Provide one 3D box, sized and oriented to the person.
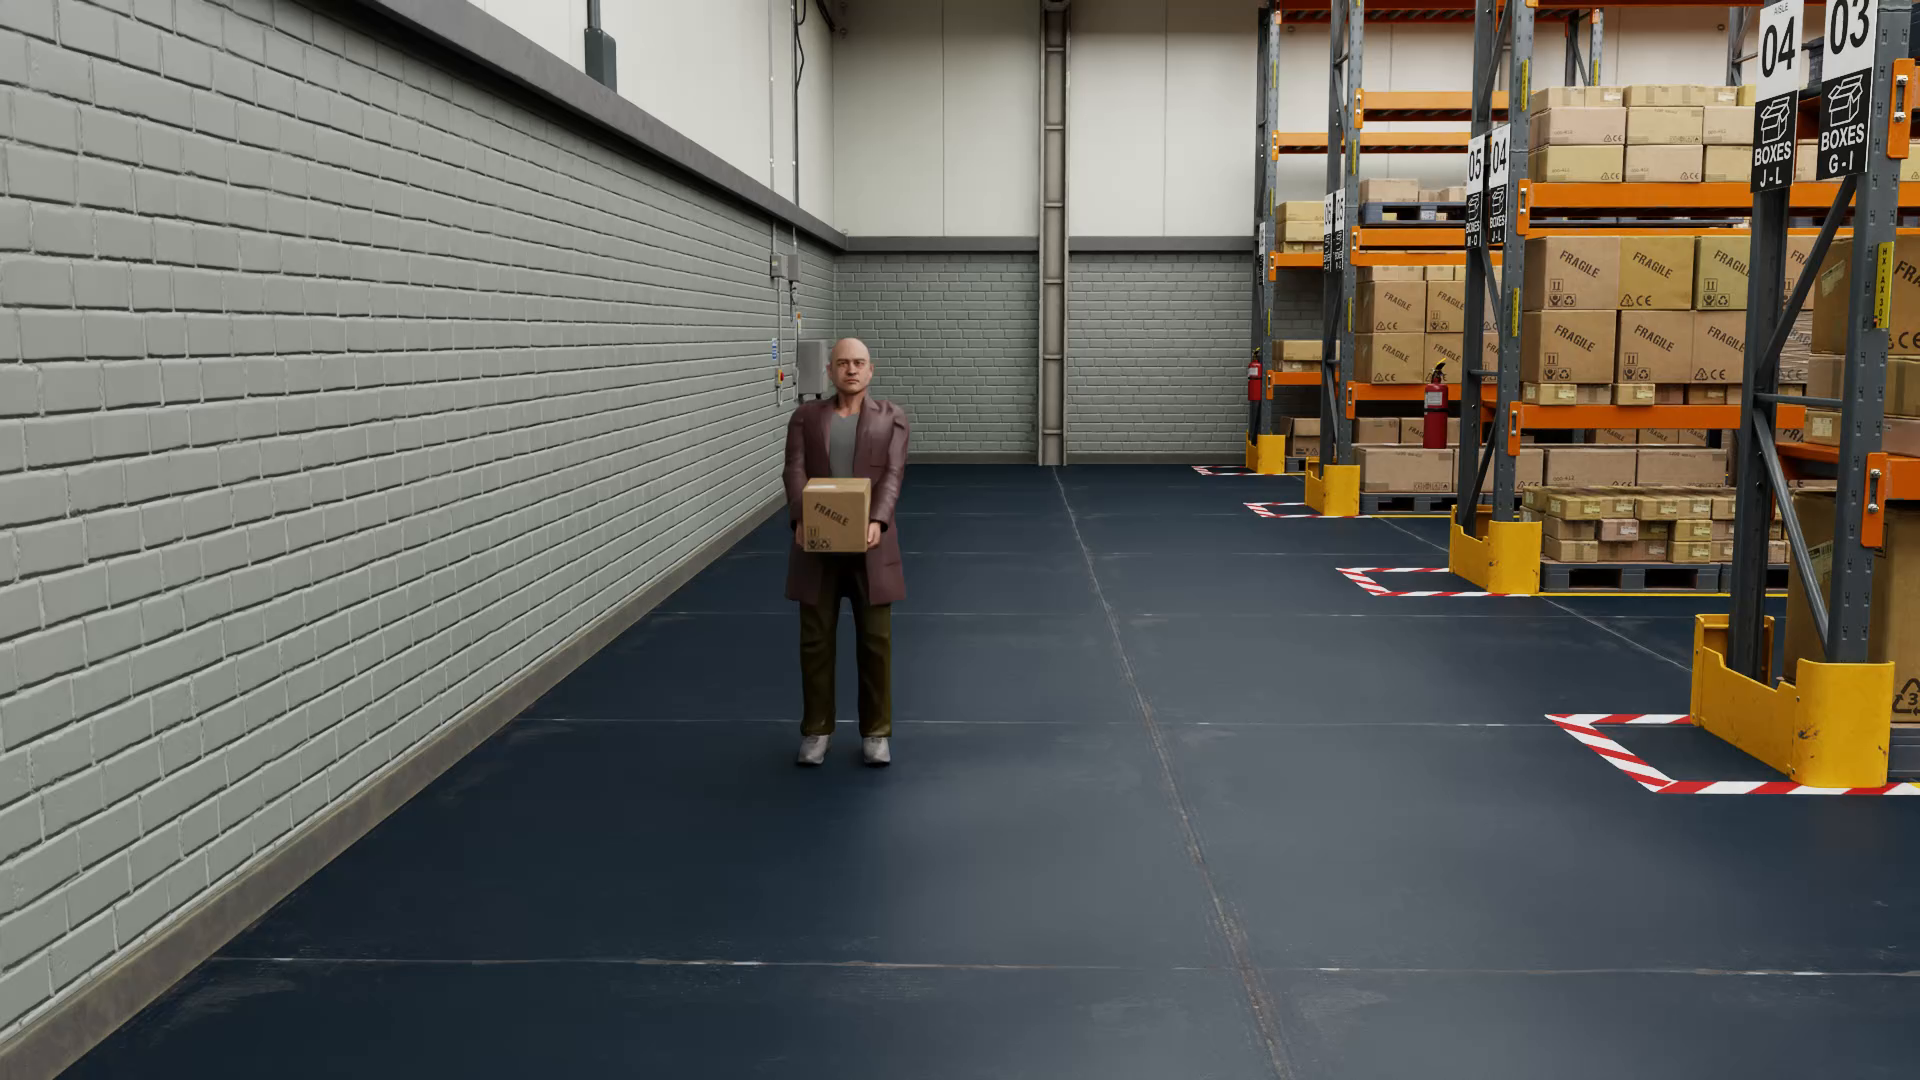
[{"bbox_3d":[-0.479,0.054,6.907,0.529,1.773,0.550,0,7,2],"label":"person"}]
